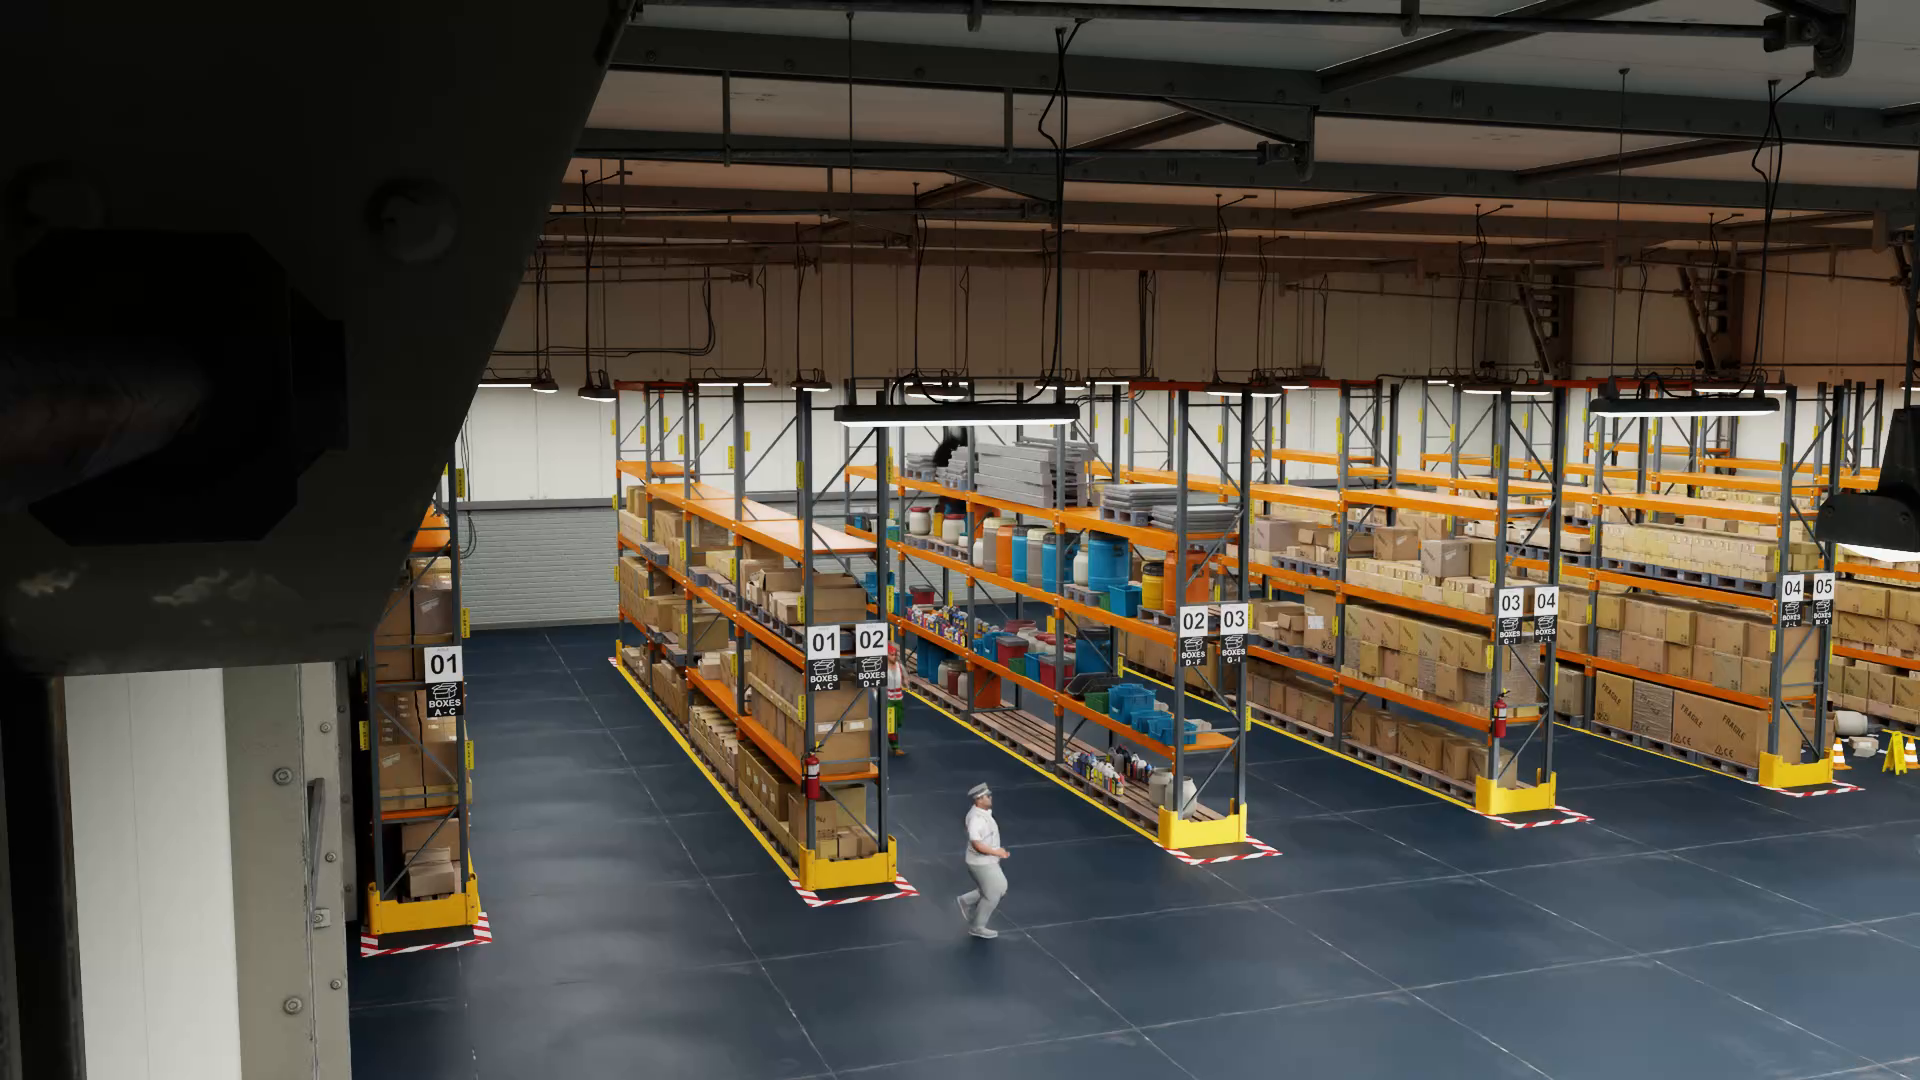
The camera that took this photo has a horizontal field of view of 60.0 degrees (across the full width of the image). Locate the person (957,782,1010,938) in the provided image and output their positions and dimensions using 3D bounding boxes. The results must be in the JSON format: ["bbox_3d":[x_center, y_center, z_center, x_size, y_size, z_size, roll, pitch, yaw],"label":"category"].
[{"bbox_3d":[0.255,3.533,18.395,0.599,1.743,0.664,0,6,2],"label":"person"}]

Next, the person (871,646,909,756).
[{"bbox_3d":[-1.139,2.590,27.060,0.660,1.763,0.840,-4,7,-31],"label":"person"}]
